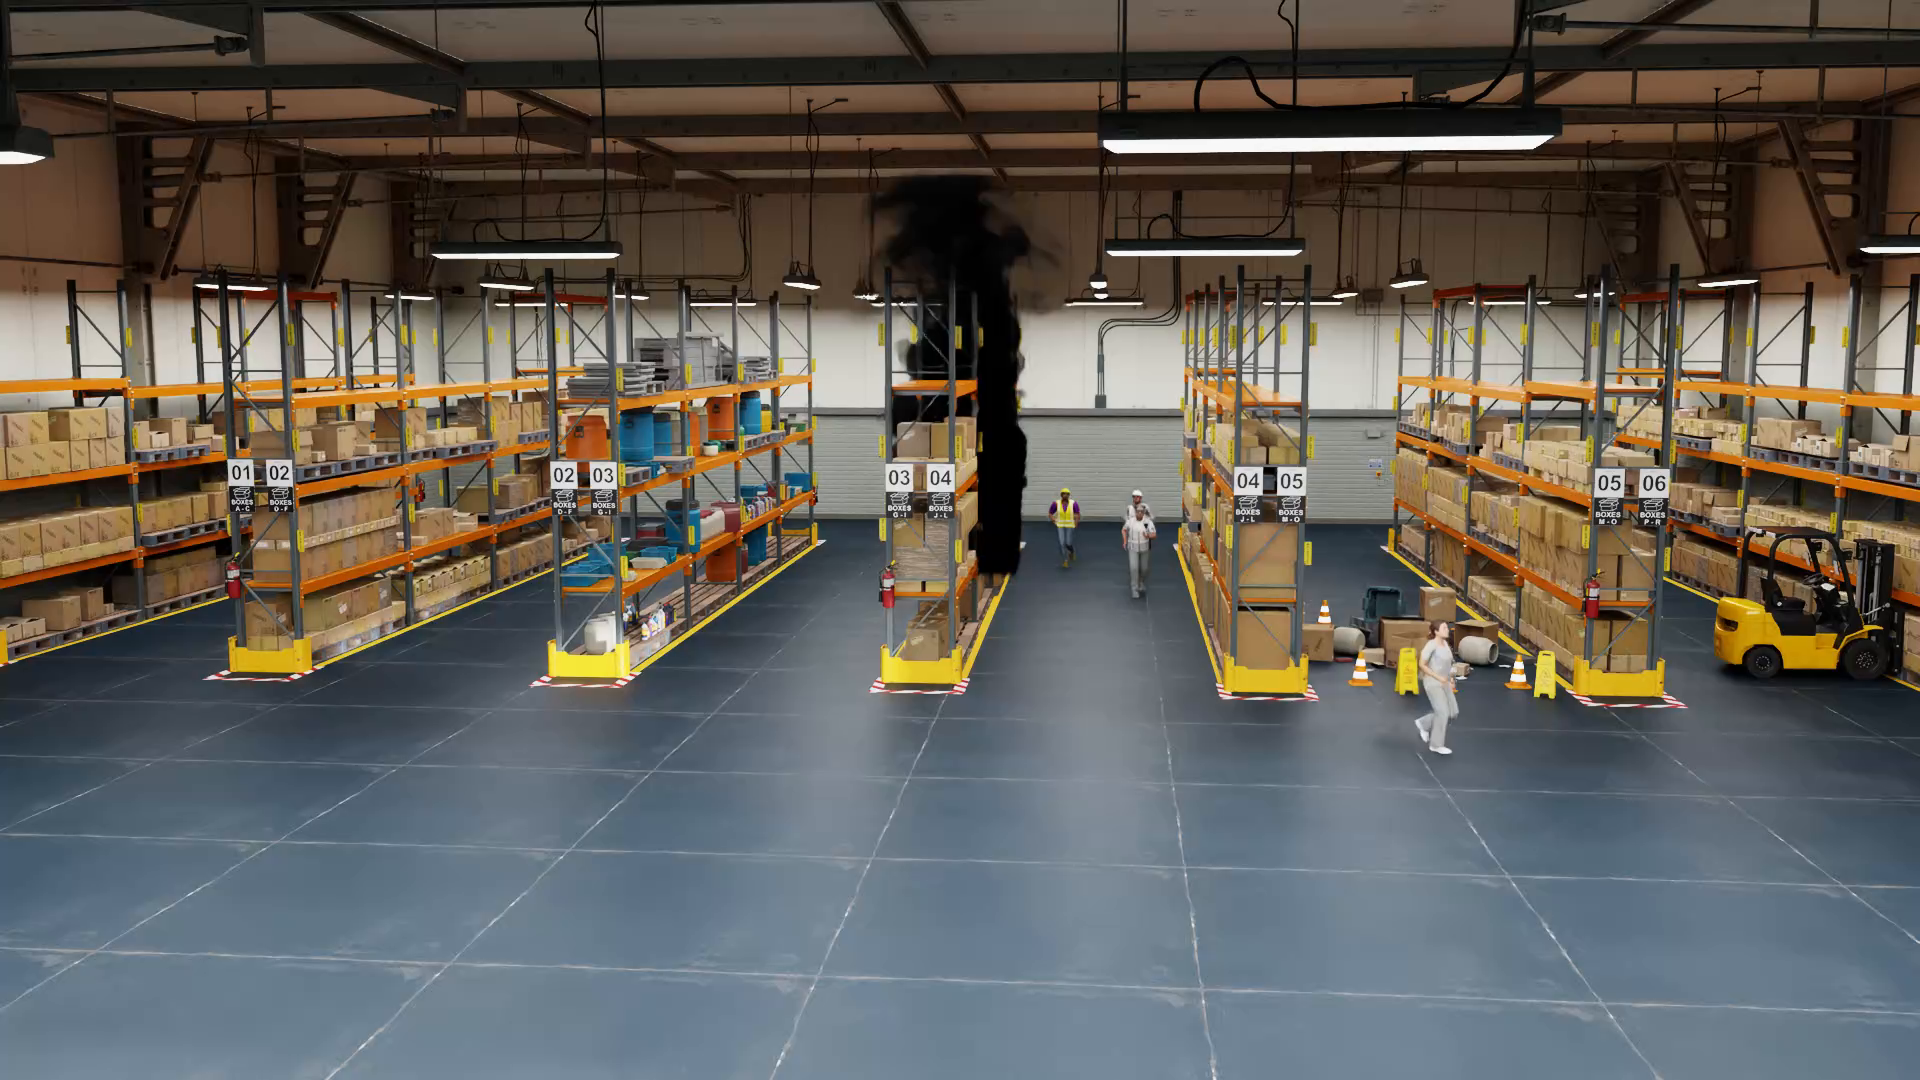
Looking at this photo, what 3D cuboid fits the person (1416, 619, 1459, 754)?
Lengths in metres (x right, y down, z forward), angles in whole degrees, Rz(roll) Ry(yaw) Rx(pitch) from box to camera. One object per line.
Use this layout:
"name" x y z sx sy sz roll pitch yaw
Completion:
"person" 5.733 1.755 20.115 0.572 1.634 0.566 -6 9 -41

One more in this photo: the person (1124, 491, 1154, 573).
"person" 3.822 -0.181 35.631 0.657 1.767 0.730 1 7 10

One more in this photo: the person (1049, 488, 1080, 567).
"person" 2.286 -0.282 36.522 0.689 1.735 0.631 1 7 4

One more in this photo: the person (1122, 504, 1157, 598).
"person" 3.481 0.180 32.306 0.662 1.768 0.989 0 7 3
